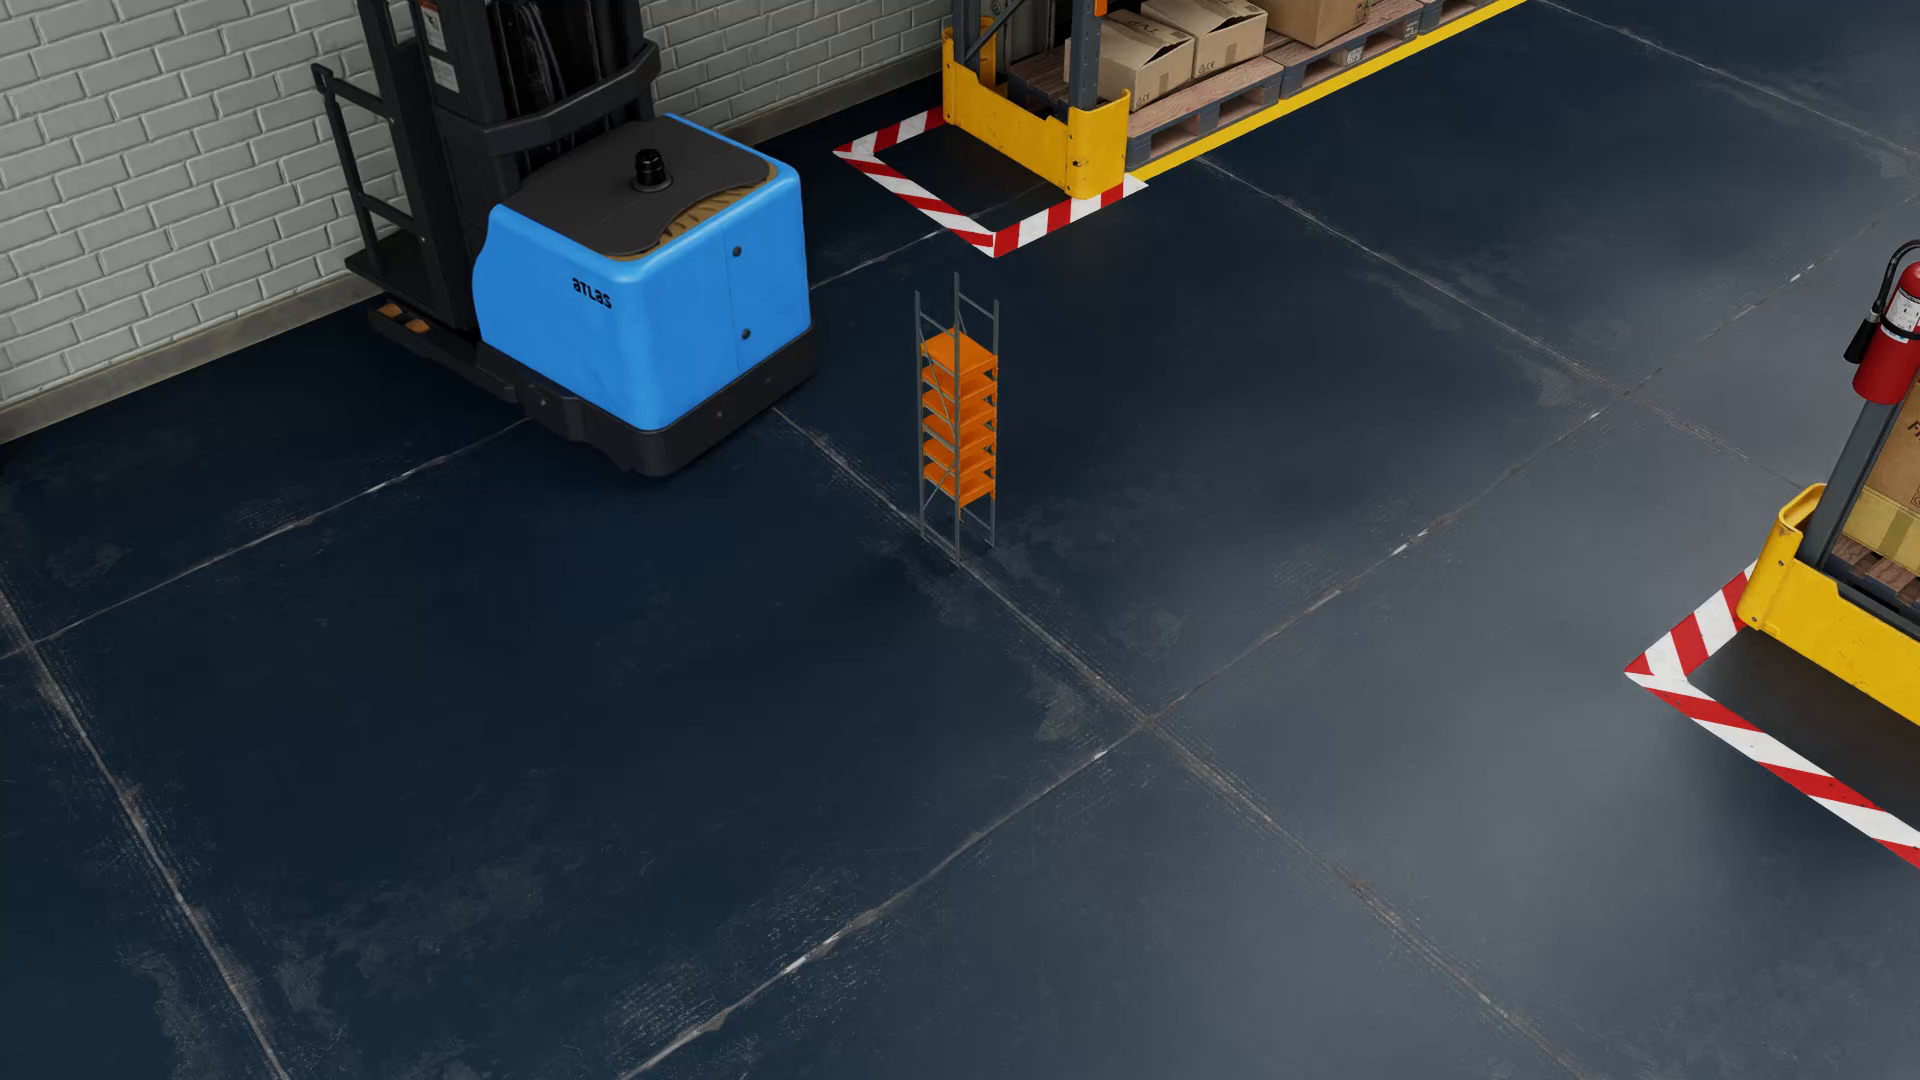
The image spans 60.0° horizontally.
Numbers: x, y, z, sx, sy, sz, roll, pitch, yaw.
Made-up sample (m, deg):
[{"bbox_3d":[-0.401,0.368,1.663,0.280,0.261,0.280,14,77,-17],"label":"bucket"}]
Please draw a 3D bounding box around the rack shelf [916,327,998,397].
[{"bbox_3d":[-0.011,-0.661,6.116,0.180,0.103,0.258,-30,51,-28],"label":"rack shelf"}]

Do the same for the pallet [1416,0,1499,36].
[{"bbox_3d":[2.902,-3.617,10.447,1.213,0.211,1.003,-30,51,-28],"label":"pallet"}]

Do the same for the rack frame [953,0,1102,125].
[{"bbox_3d":[0.326,-3.190,7.956,0.127,3.000,1.000,-30,51,-28],"label":"rack frame"}]

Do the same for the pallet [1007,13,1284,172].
[{"bbox_3d":[1.030,-2.546,9.306,1.213,0.211,1.003,-30,51,-28],"label":"pallet"}]

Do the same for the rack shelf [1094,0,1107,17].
[{"bbox_3d":[1.860,-3.807,9.138,4.000,0.370,1.077,-30,51,-28],"label":"rack shelf"}]

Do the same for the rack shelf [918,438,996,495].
[{"bbox_3d":[-0.011,-0.311,6.445,0.180,0.103,0.258,-30,51,-28],"label":"rack shelf"}]

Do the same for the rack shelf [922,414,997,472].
[{"bbox_3d":[-0.011,-0.399,6.363,0.180,0.103,0.258,-30,51,-28],"label":"rack shelf"}]

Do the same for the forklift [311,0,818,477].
[{"bbox_3d":[-2.109,-2.173,6.923,3.031,2.935,1.130,28,50,27],"label":"forklift"}]

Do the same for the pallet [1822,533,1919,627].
[{"bbox_3d":[4.067,0.068,6.524,1.213,0.211,1.003,-30,51,-28],"label":"pallet"}]

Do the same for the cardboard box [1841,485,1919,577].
[{"bbox_3d":[3.729,-0.132,6.401,0.500,0.250,0.500,-30,51,-28],"label":"cardboard box"}]

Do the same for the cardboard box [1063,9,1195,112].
[{"bbox_3d":[0.914,-2.627,8.999,0.500,0.311,0.500,33,52,30],"label":"cardboard box"}]

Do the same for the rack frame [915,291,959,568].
[{"bbox_3d":[-0.081,-0.391,6.290,0.006,1.200,0.240,-30,51,-28],"label":"rack frame"}]

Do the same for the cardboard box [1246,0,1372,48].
[{"bbox_3d":[1.947,-3.243,9.516,0.500,0.500,0.700,-33,52,-30],"label":"cardboard box"}]

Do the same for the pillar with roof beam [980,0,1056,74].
[{"bbox_3d":[3.070,-3.878,4.306,0.400,9.000,9.100,-30,51,-28],"label":"pillar with roof beam"}]

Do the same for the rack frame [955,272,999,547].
[{"bbox_3d":[0.059,-0.471,6.375,0.006,1.200,0.240,-30,51,-28],"label":"rack frame"}]

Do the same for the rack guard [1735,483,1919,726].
[{"bbox_3d":[3.489,0.331,6.032,0.348,0.500,1.175,-30,51,-28],"label":"rack guard"}]

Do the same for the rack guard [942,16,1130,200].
[{"bbox_3d":[0.384,-2.313,8.847,0.348,0.500,1.175,-30,51,-28],"label":"rack guard"}]

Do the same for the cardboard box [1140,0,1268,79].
[{"bbox_3d":[1.352,-2.878,9.266,0.500,0.311,0.500,-26,49,-25],"label":"cardboard box"}]

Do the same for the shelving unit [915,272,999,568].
[{"bbox_3d":[-0.011,-0.431,6.332,0.189,1.200,0.258,-30,51,-28],"label":"shelving unit"}]

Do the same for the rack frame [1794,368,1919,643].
[{"bbox_3d":[3.507,-0.591,5.188,0.127,3.000,1.000,-30,51,-28],"label":"rack frame"}]

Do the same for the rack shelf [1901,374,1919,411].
[{"bbox_3d":[5.041,-1.207,6.370,4.000,0.370,1.077,-30,51,-28],"label":"rack shelf"}]

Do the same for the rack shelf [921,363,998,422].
[{"bbox_3d":[-0.011,-0.574,6.199,0.180,0.103,0.258,-30,51,-28],"label":"rack shelf"}]

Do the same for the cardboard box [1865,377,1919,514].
[{"bbox_3d":[3.728,-0.407,6.146,0.500,0.500,0.500,-30,51,-28],"label":"cardboard box"}]

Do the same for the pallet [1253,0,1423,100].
[{"bbox_3d":[1.965,-3.079,9.874,1.213,0.211,1.003,-30,51,-28],"label":"pallet"}]

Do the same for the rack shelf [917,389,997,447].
[{"bbox_3d":[-0.011,-0.486,6.281,0.180,0.103,0.258,-30,51,-28],"label":"rack shelf"}]

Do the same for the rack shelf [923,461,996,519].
[{"bbox_3d":[-0.011,-0.224,6.527,0.180,0.103,0.258,-30,51,-28],"label":"rack shelf"}]

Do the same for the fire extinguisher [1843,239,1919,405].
[{"bbox_3d":[3.118,-0.755,5.419,0.183,0.674,0.296,-30,51,-28],"label":"fire extinguisher"}]
